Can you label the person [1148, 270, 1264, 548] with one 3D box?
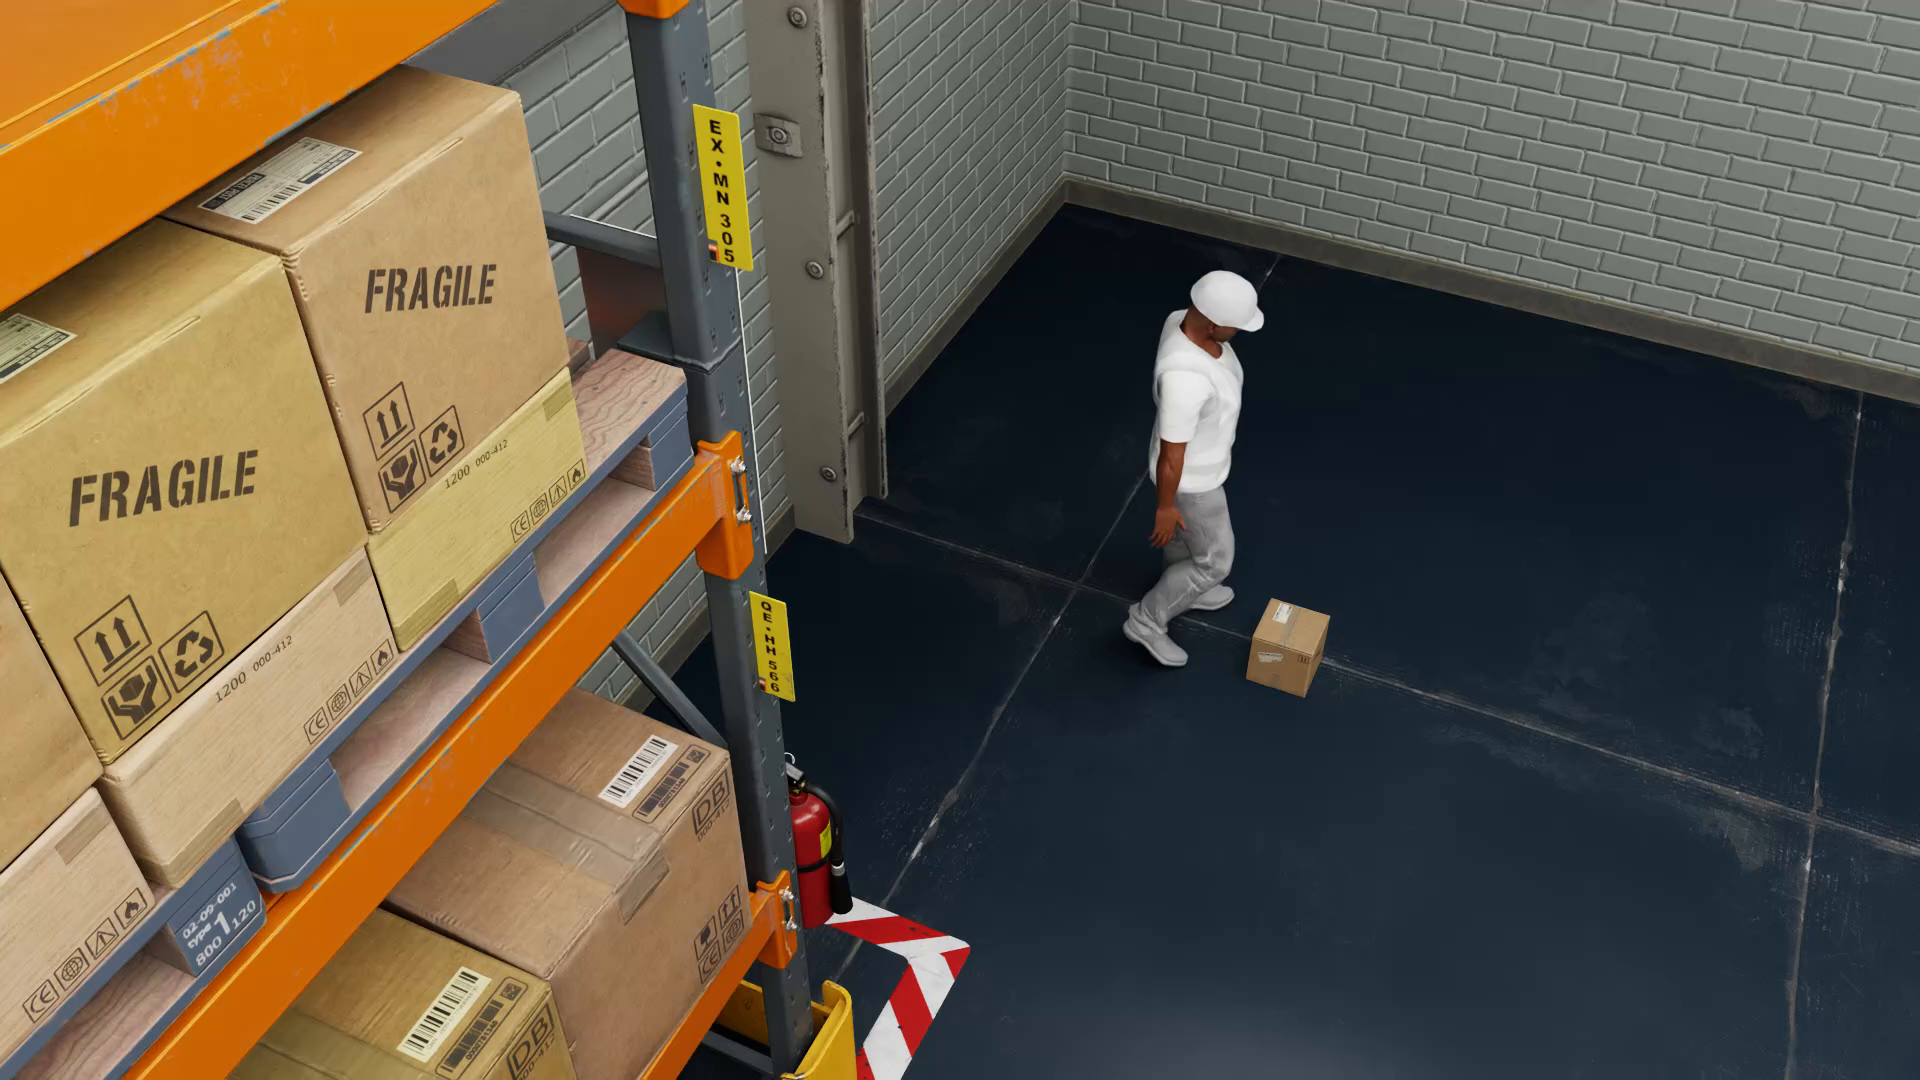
[{"bbox_3d":[0.906,-0.562,6.211,0.375,1.059,0.696,6,42,6],"label":"person"}]
